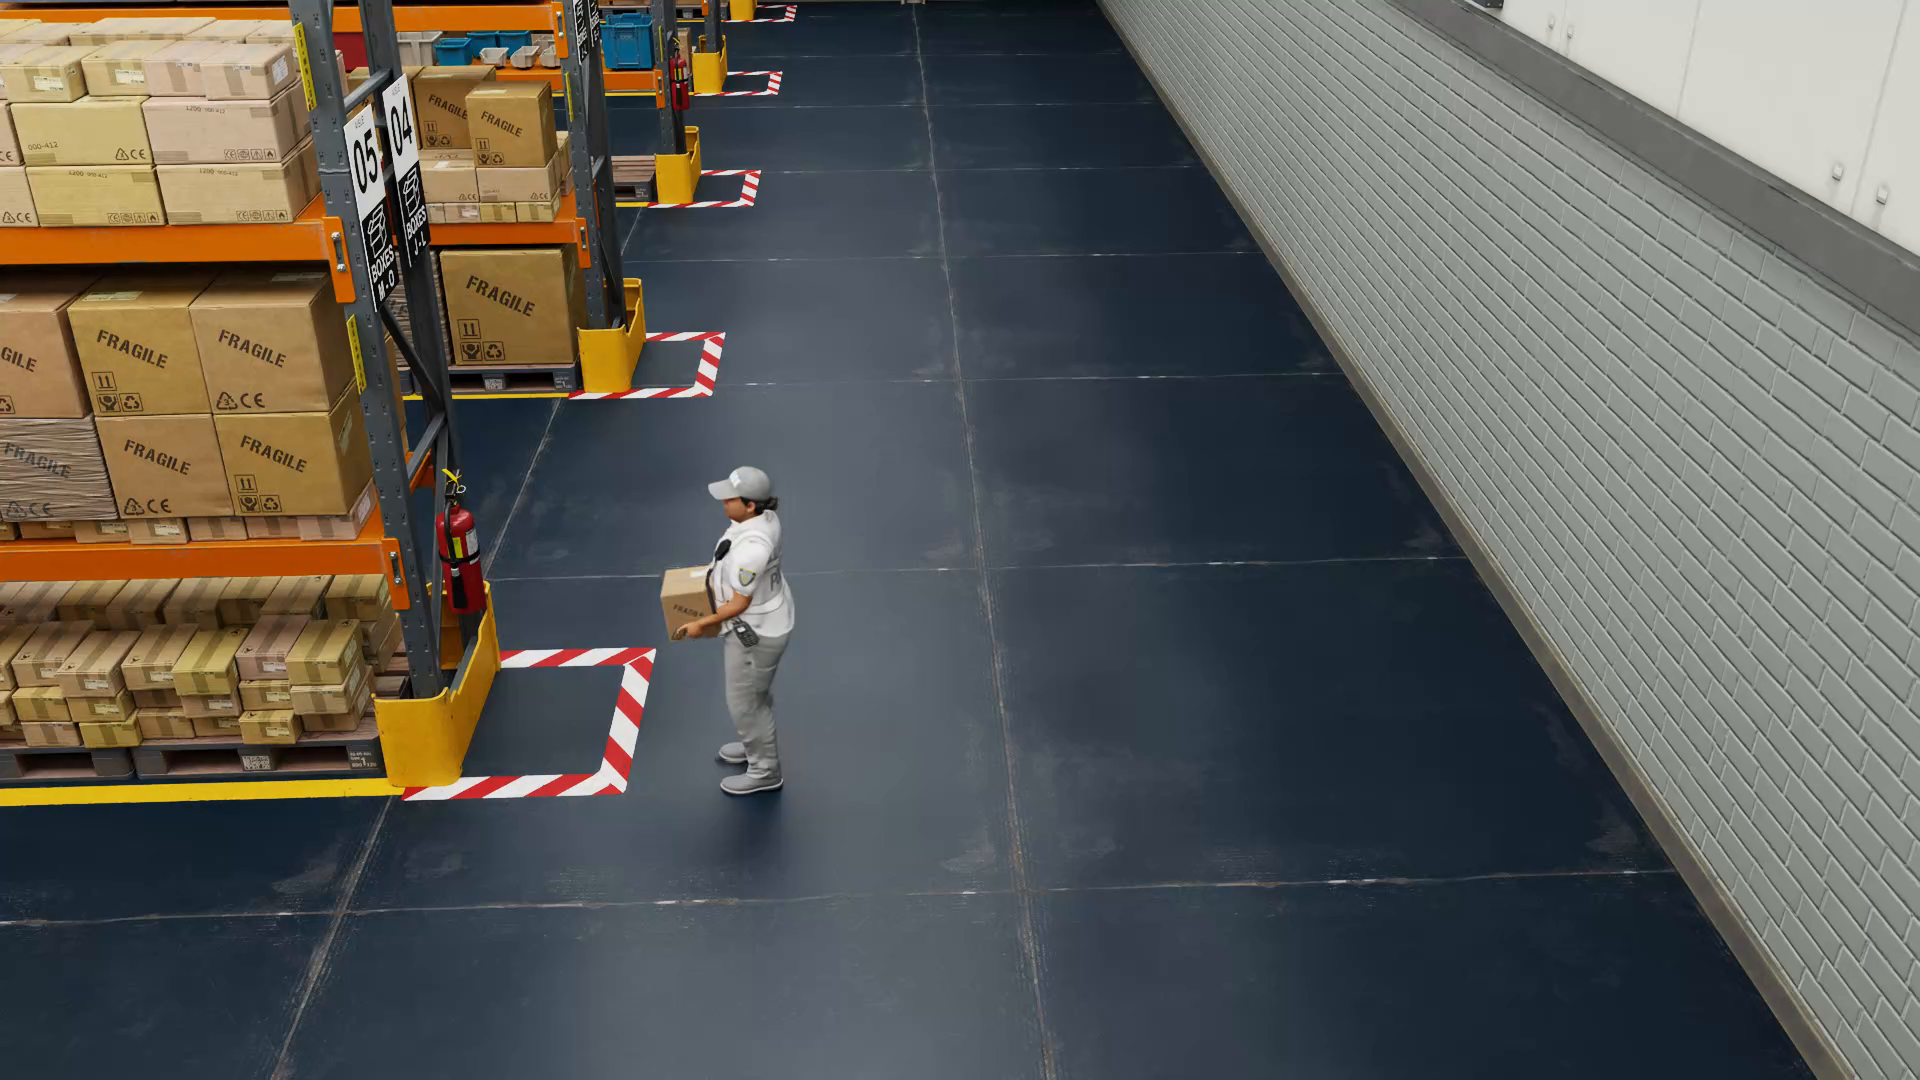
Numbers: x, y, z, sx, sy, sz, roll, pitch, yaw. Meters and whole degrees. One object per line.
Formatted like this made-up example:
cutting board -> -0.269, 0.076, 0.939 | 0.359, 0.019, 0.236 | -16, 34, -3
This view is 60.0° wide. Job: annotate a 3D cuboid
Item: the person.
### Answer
person -> -1.045, 0.413, 7.830 | 0.536, 1.664, 0.471 | -1, 28, -3
